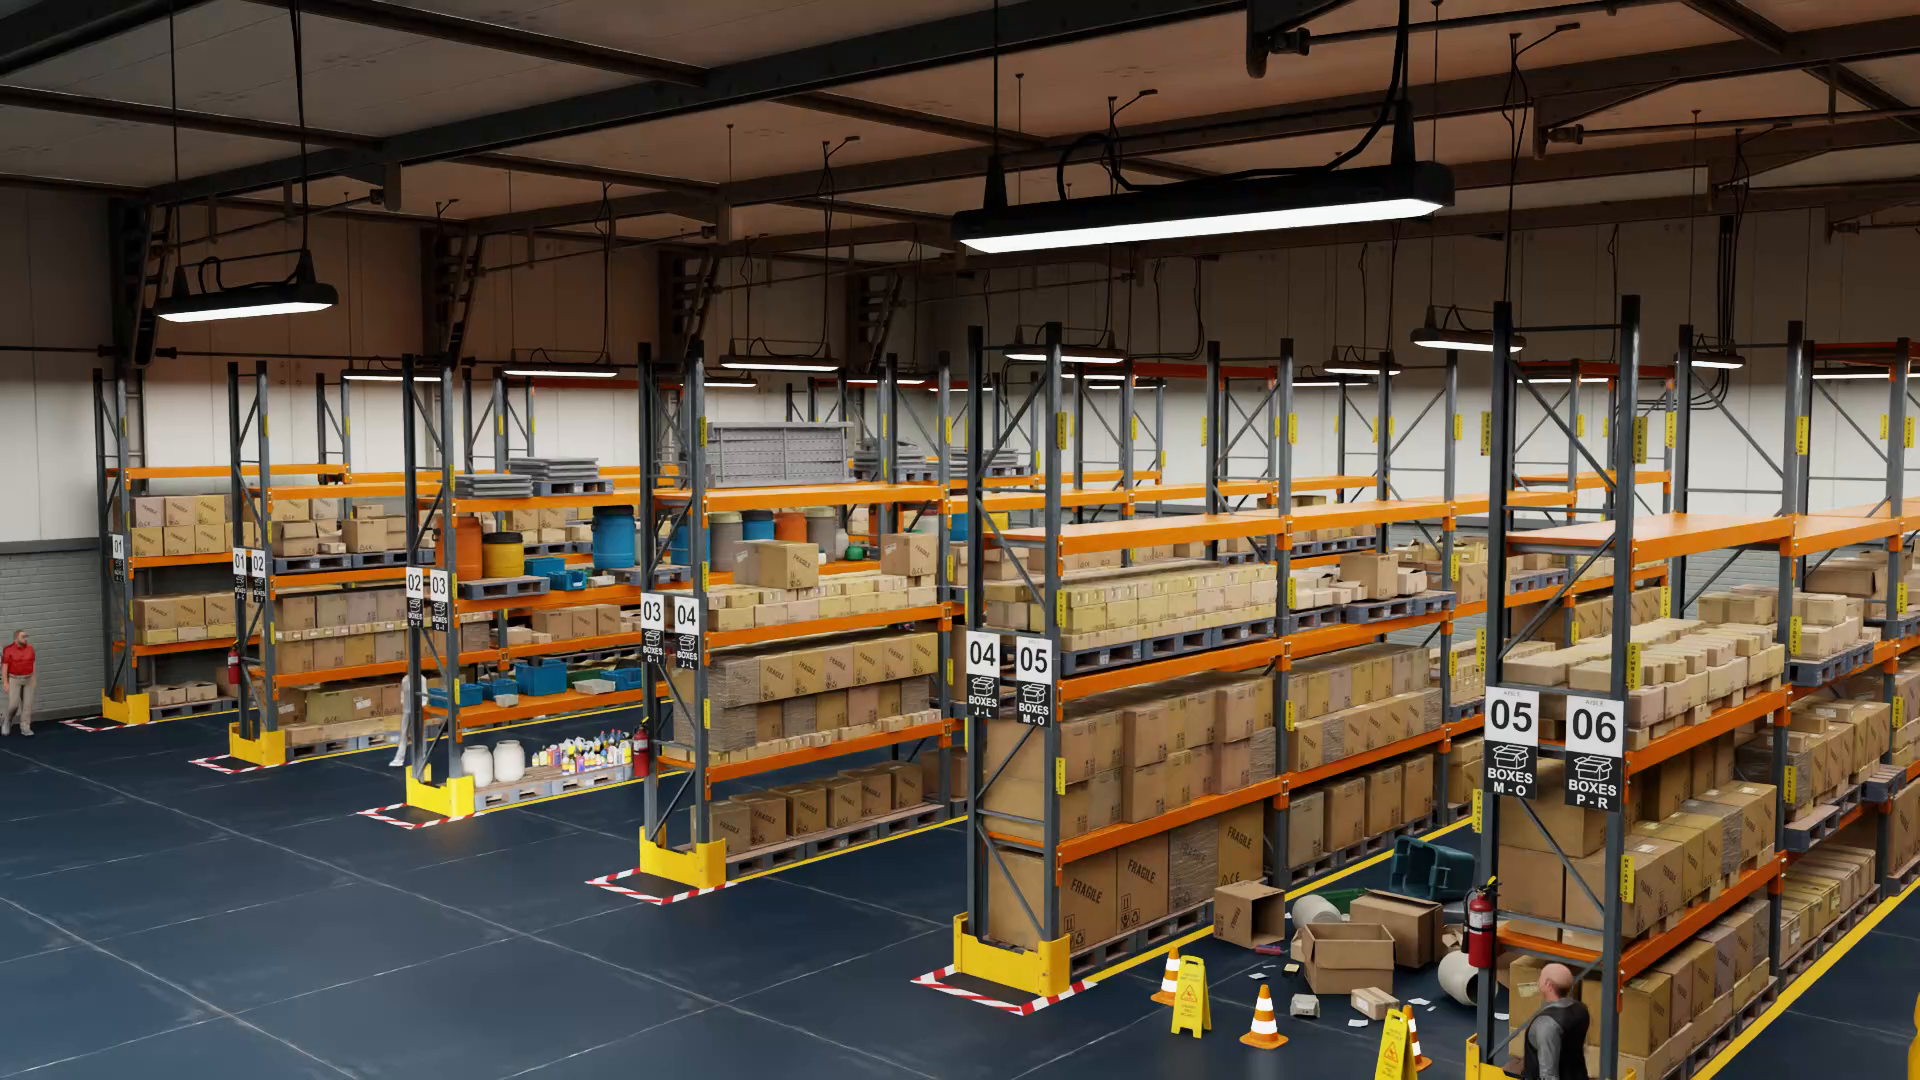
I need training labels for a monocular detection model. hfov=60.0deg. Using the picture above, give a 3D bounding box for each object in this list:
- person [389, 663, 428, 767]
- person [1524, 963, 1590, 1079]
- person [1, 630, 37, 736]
[{"bbox_3d":[-8.118,2.558,24.622,0.465,1.551,0.943,0,4,-5],"label":"person"},{"bbox_3d":[3.829,3.539,10.598,0.999,1.686,0.543,4,6,41],"label":"person"},{"bbox_3d":[-15.259,2.304,26.938,0.498,1.723,0.556,3,5,34],"label":"person"}]
